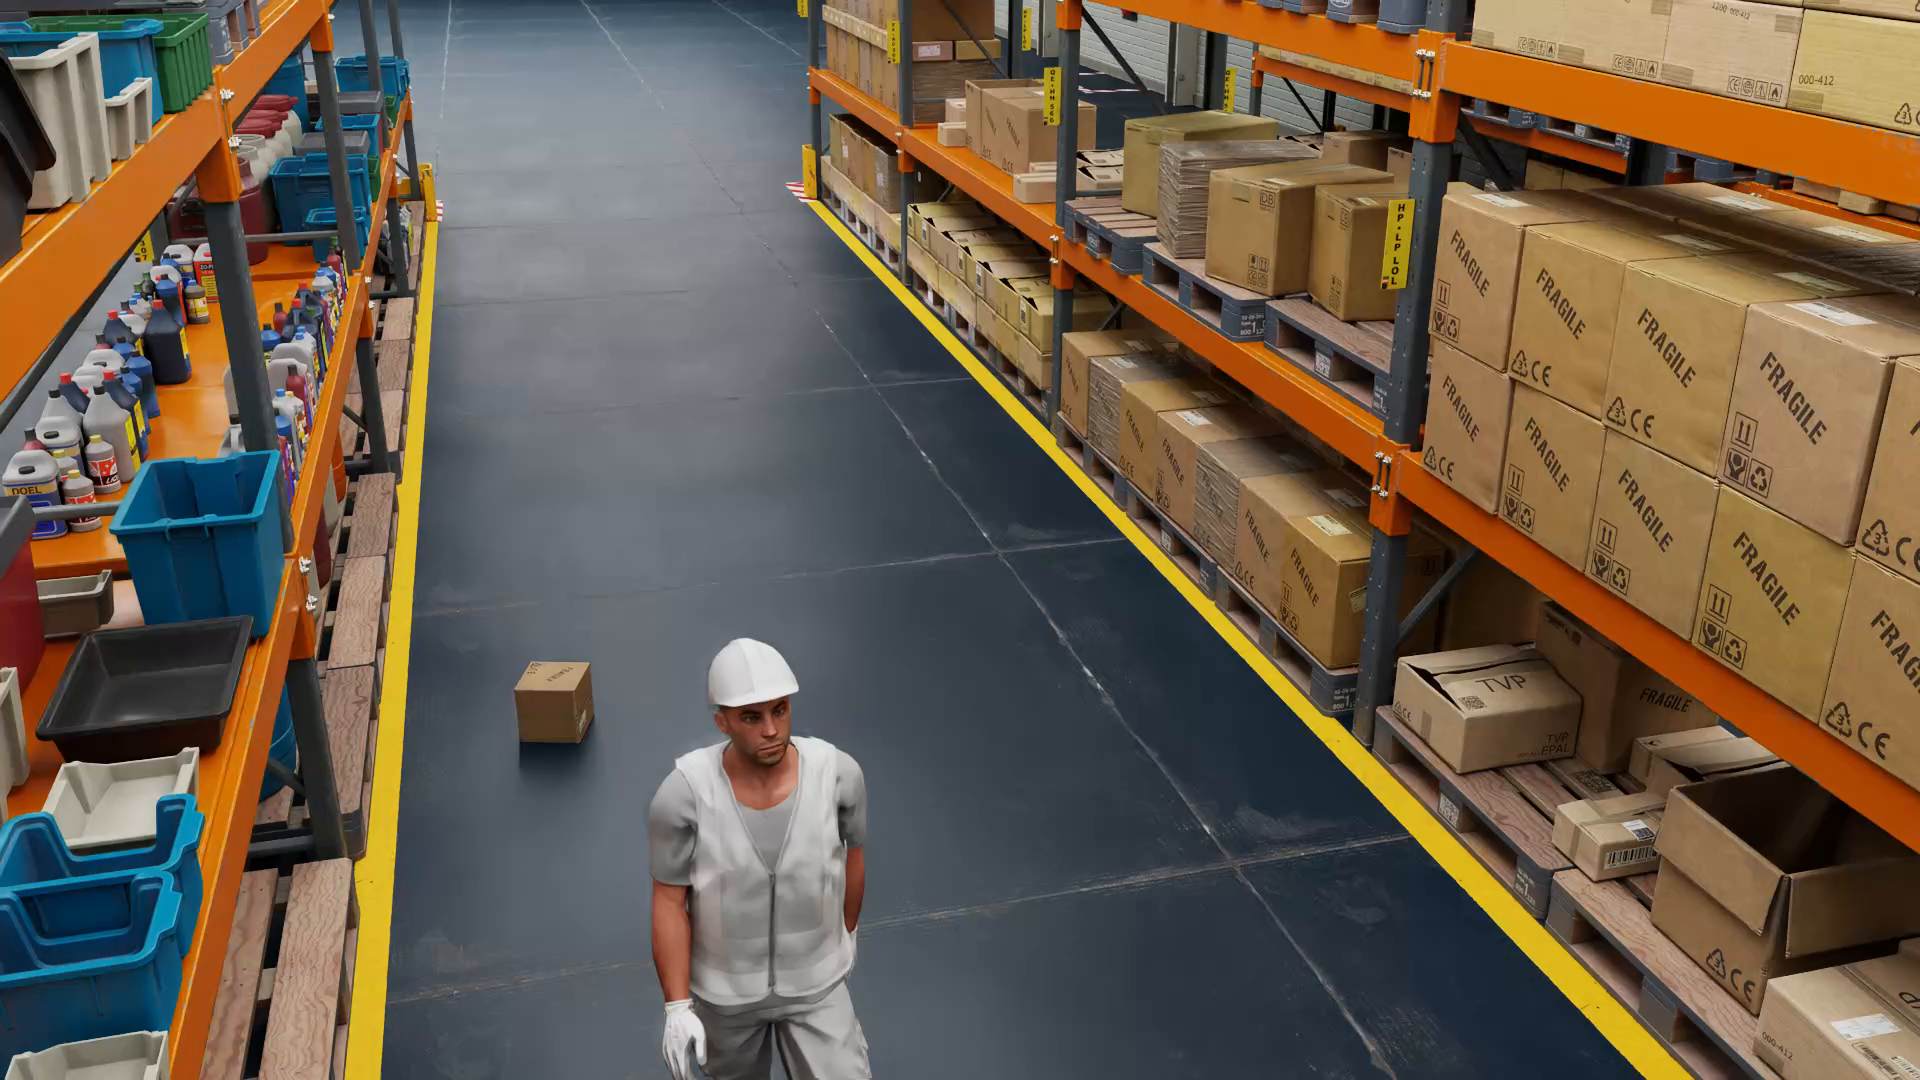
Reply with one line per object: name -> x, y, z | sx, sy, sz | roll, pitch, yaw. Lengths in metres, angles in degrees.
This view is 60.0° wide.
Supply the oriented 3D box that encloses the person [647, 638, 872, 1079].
person -> -0.442, 1.087, 3.922 | 0.536, 1.736, 0.974 | -5, 23, -11
